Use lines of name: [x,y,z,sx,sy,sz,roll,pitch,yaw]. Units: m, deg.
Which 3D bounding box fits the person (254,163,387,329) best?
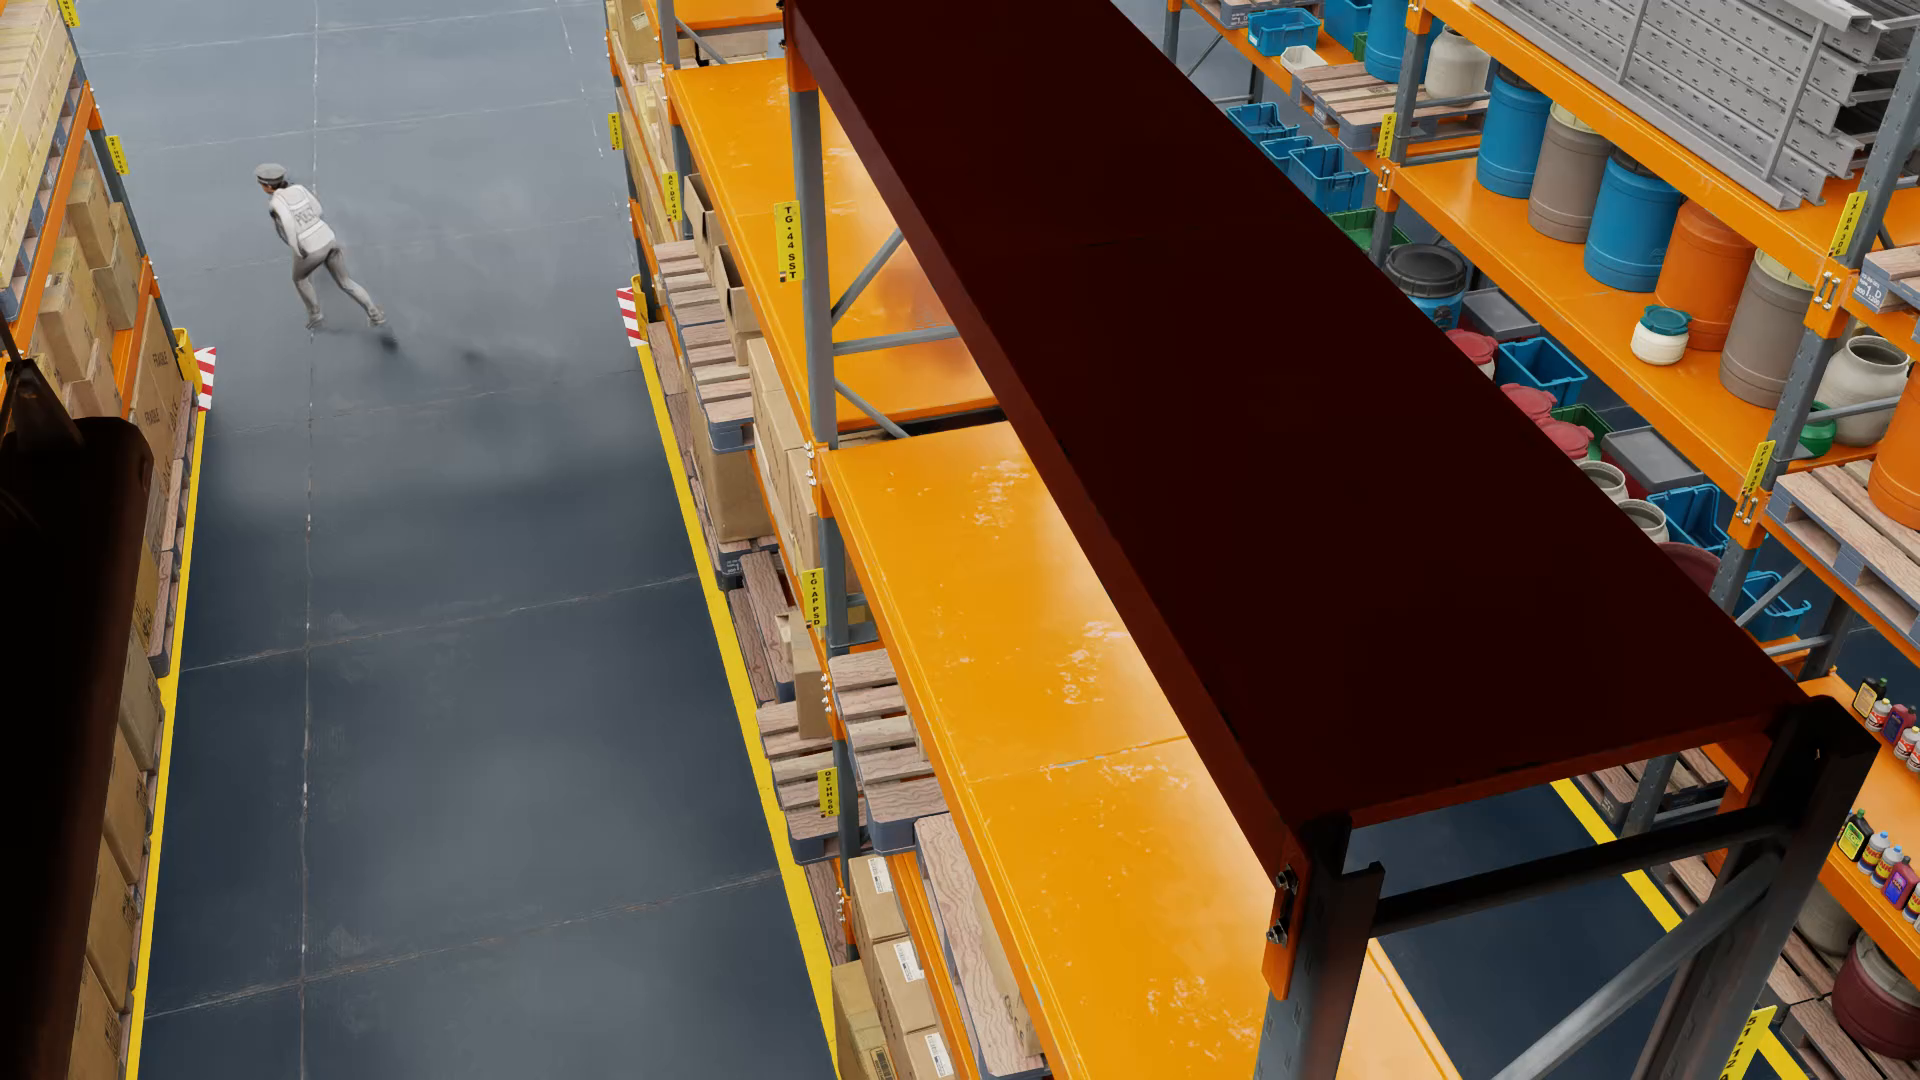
person: [-5.649,-2.503,14.758,0.955,1.624,0.656,11,40,13]
